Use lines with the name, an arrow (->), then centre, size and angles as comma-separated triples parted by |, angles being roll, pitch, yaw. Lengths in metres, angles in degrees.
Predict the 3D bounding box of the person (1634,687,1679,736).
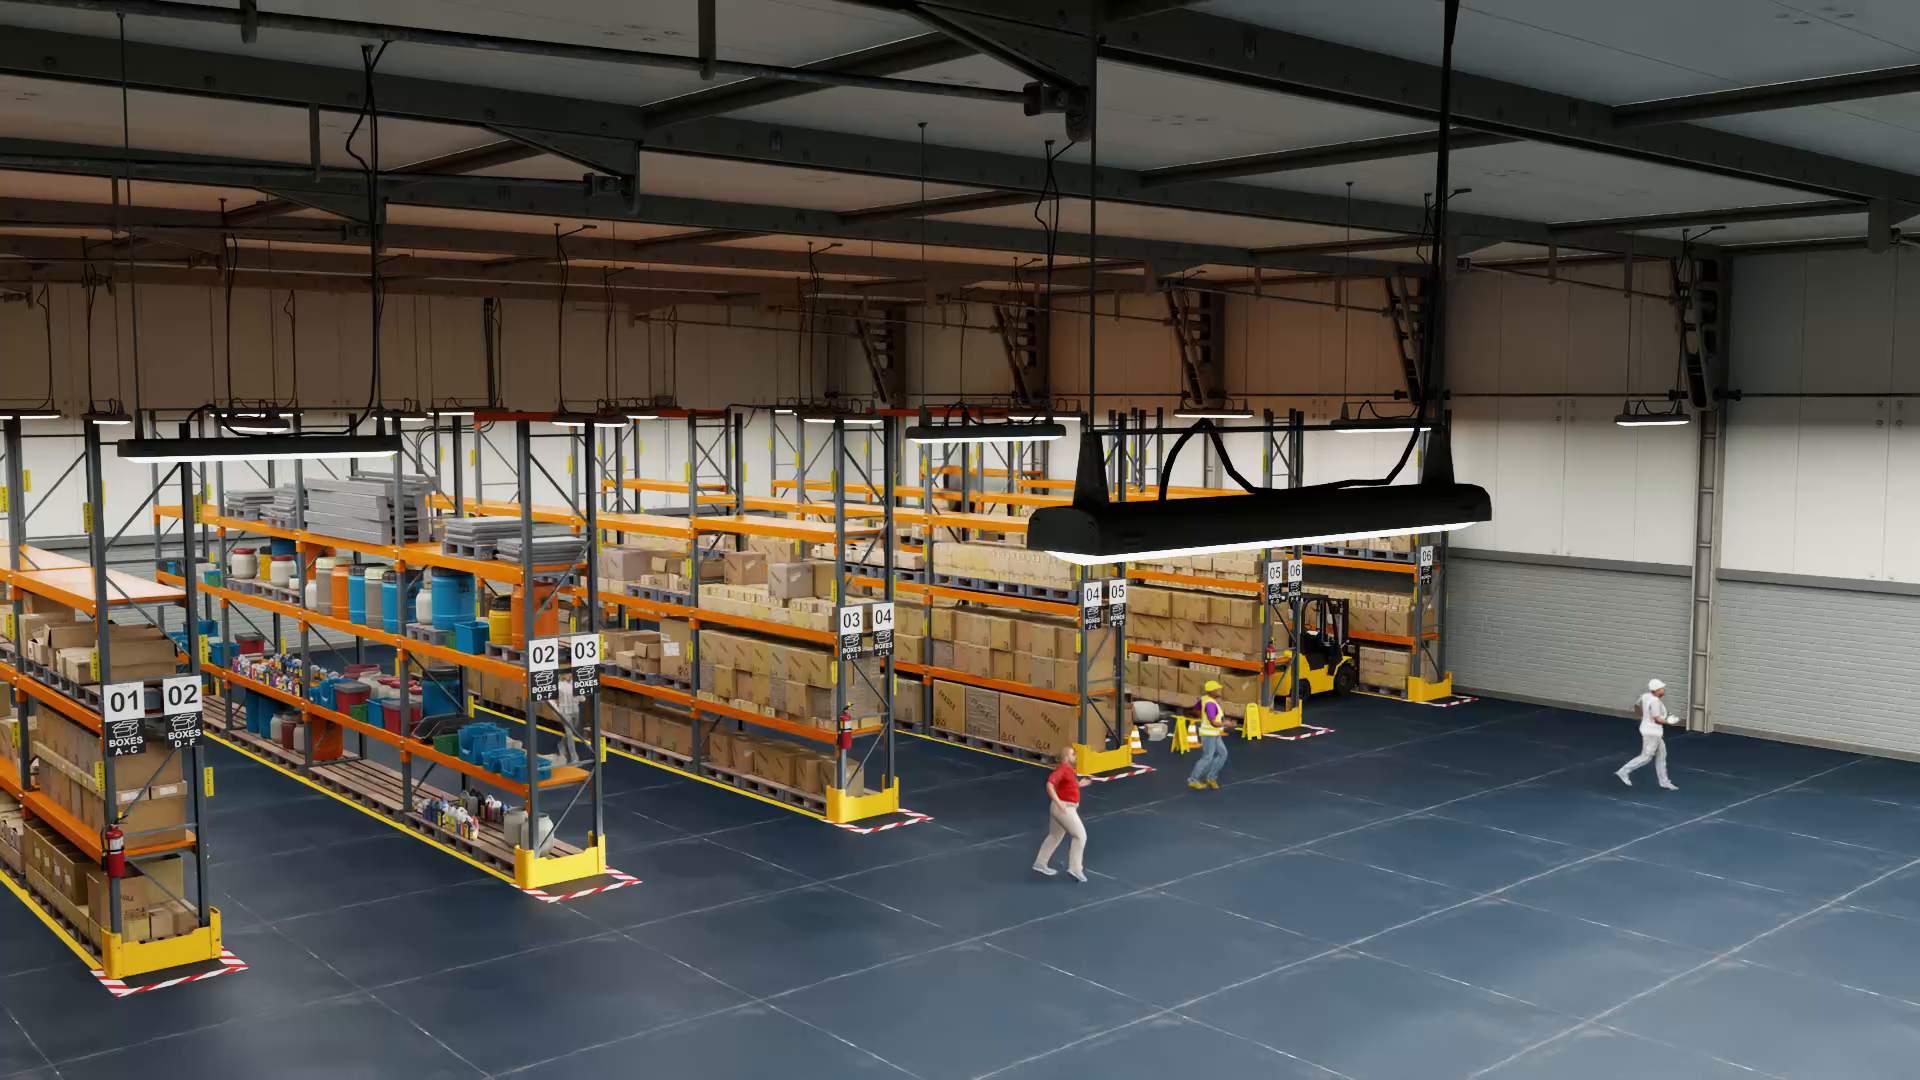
person -> 11.123, 2.681, 26.477 | 0.591, 0.859, 0.678 | 1, 5, 12

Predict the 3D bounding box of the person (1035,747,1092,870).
person -> -3.881, 2.832, 20.125 | 11.552, 3.180, 2.266 | -1, 5, -8

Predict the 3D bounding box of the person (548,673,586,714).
person -> -6.671, 2.568, 28.336 | 0.373, 0.759, 0.559 | 5, 7, 44

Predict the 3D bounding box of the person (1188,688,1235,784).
person -> 4.012, 3.075, 26.513 | 0.734, 1.608, 0.716 | 1, 5, 9
